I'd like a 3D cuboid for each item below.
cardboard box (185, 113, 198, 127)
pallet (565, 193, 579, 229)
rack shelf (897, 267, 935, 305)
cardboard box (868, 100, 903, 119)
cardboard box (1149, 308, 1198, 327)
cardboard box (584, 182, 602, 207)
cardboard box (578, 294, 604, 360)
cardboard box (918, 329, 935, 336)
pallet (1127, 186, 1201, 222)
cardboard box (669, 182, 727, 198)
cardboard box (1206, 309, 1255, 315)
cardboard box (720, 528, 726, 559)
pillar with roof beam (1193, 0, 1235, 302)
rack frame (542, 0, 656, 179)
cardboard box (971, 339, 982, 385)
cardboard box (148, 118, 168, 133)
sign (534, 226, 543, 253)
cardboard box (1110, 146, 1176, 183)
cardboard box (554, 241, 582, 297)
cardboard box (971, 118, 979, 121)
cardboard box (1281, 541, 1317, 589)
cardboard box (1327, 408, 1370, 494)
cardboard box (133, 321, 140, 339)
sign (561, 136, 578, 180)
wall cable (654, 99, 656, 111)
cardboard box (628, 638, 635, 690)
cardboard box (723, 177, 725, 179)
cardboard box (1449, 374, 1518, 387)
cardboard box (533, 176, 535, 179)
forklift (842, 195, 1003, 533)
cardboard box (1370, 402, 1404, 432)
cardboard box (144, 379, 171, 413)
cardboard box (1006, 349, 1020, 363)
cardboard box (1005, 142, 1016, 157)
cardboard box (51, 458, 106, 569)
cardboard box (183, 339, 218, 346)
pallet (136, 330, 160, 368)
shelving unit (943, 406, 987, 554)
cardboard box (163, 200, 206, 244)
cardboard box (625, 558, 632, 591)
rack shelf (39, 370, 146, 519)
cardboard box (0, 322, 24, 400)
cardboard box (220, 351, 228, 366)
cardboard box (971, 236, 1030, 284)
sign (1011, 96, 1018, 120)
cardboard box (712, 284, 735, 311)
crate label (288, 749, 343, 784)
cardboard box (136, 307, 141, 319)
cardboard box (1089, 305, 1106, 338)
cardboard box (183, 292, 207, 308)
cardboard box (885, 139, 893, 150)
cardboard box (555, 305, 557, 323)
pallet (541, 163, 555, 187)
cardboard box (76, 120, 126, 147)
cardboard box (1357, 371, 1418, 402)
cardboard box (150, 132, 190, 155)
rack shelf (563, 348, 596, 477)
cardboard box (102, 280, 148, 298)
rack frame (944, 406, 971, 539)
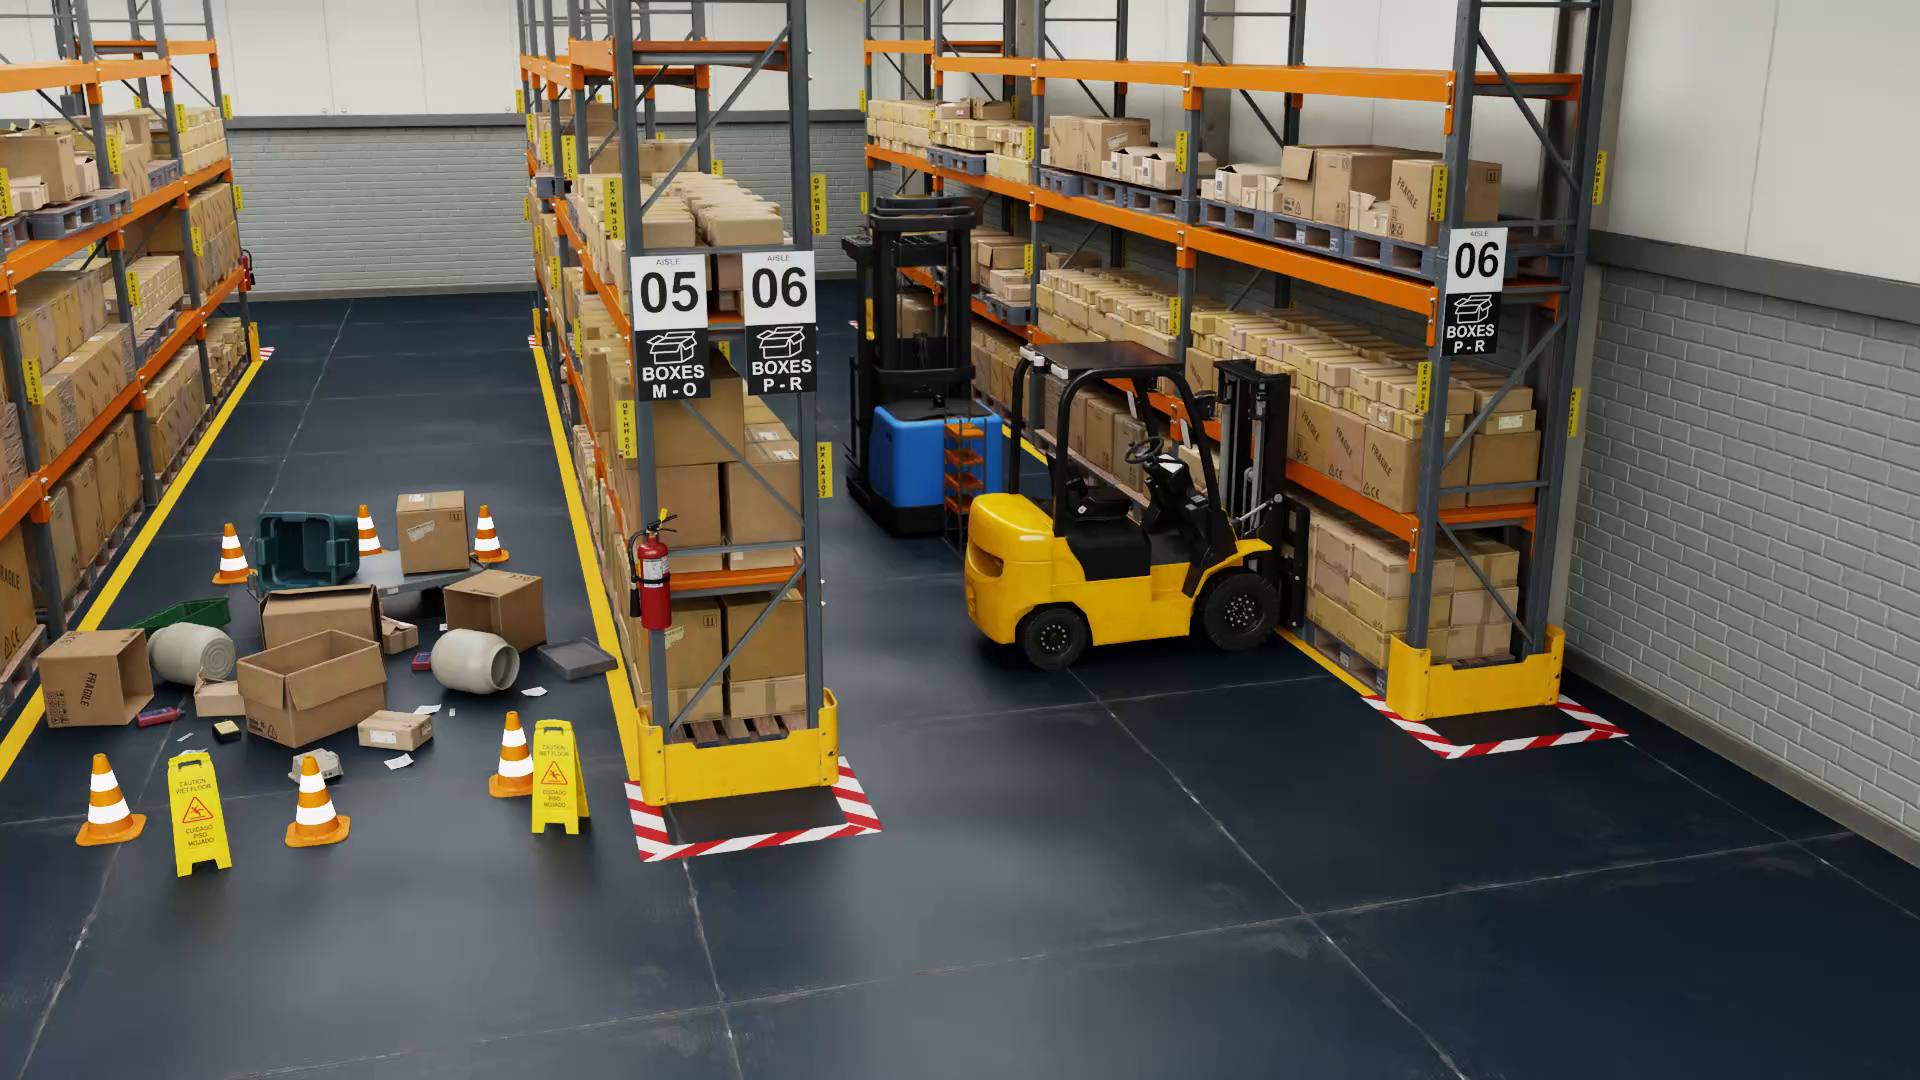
[{"bbox_3d":[-9.500,-5.106,20.222,0.380,0.149,0.250,-4,17,-12],"label":"cardboard box"},{"bbox_3d":[-2.763,-2.863,14.382,1.213,0.211,1.003,-5,17,-15],"label":"pallet"},{"bbox_3d":[-0.384,-3.866,23.857,1.077,0.370,4.000,-5,17,-15],"label":"rack shelf"},{"bbox_3d":[-1.053,-6.367,24.596,0.500,0.250,0.500,-5,17,-16],"label":"cardboard box"},{"bbox_3d":[1.952,-2.021,15.166,0.380,0.149,0.250,-5,17,-15],"label":"cardboard box"},{"bbox_3d":[-2.425,-2.418,11.623,0.380,0.149,0.250,-5,17,-16],"label":"cardboard box"},{"bbox_3d":[-2.495,-1.581,12.572,0.700,0.500,0.500,-5,17,-16],"label":"cardboard box"},{"bbox_3d":[-0.368,-2.778,23.009,0.396,0.266,0.258,-4,17,-13],"label":"cardboard box"},{"bbox_3d":[2.109,-3.032,14.950,0.805,0.209,1.217,-5,18,-17],"label":"pallet"},{"bbox_3d":[-1.809,-2.391,11.536,0.380,0.149,0.250,-5,17,-16],"label":"cardboard box"},{"bbox_3d":[2.450,-1.995,15.078,0.380,0.149,0.250,-5,18,-17],"label":"cardboard box"},{"bbox_3d":[-1.286,-0.003,10.184,0.380,0.149,0.250,-4,17,-14],"label":"cardboard box"},{"bbox_3d":[-1.650,-4.794,15.269,9.100,9.000,0.400,-5,17,-15],"label":"pillar with roof beam"},{"bbox_3d":[-3.507,-5.030,16.056,1.000,3.000,0.127,-5,17,-15],"label":"rack frame"},{"bbox_3d":[0.371,-2.224,20.758,0.500,0.500,0.500,-5,17,-17],"label":"cardboard box"},{"bbox_3d":[-9.185,-4.739,18.999,0.380,0.149,0.250,-5,17,-16],"label":"cardboard box"},{"bbox_3d":[-5.139,-3.672,20.319,0.100,0.325,0.005,-5,17,-15],"label":"sign"},{"bbox_3d":[1.720,-3.480,15.361,0.500,0.311,0.500,-5,18,-17],"label":"cardboard box"},{"bbox_3d":[-3.900,-2.806,17.168,0.500,0.500,0.500,-5,17,-17],"label":"cardboard box"},{"bbox_3d":[0.360,-5.291,21.154,0.380,0.149,0.250,-5,17,-16],"label":"cardboard box"},{"bbox_3d":[2.739,0.148,12.425,0.500,0.250,0.500,-5,17,-17],"label":"cardboard box"},{"bbox_3d":[2.942,-0.645,11.712,0.500,0.500,0.500,-4,17,-14],"label":"cardboard box"},{"bbox_3d":[-8.241,-2.032,16.211,0.380,0.149,0.250,-4,17,-13],"label":"cardboard box"},{"bbox_3d":[-2.940,-2.878,12.523,0.100,0.325,0.005,-5,17,-15],"label":"sign"},{"bbox_3d":[-4.127,-9.081,29.475,2.988,3.039,0.133,-5,17,-15],"label":"wall cable"},{"bbox_3d":[-1.924,0.825,11.040,0.500,0.250,0.500,-5,17,-15],"label":"cardboard box"},{"bbox_3d":[-2.183,-2.810,13.408,0.500,0.250,0.500,-5,17,-17],"label":"cardboard box"},{"bbox_3d":[3.563,-1.027,11.338,0.380,0.149,0.250,-4,17,-13],"label":"cardboard box"},{"bbox_3d":[-5.874,-5.087,23.634,0.380,0.149,0.250,-4,17,-14],"label":"cardboard box"},{"bbox_3d":[-0.498,-1.848,16.010,1.130,2.935,3.031,-5,17,-15],"label":"forklift"},{"bbox_3d":[3.000,-0.838,11.227,0.380,0.149,0.250,-4,17,-14],"label":"cardboard box"},{"bbox_3d":[-8.335,-1.451,16.880,0.500,0.250,0.500,-5,17,-16],"label":"cardboard box"},{"bbox_3d":[0.751,-2.131,19.320,0.380,0.149,0.250,-5,18,-17],"label":"cardboard box"},{"bbox_3d":[0.725,-4.398,18.734,0.380,0.149,0.250,-5,17,-15],"label":"cardboard box"},{"bbox_3d":[-7.658,-0.187,13.540,1.050,0.750,0.750,-5,17,-15],"label":"cardboard box"},{"bbox_3d":[-9.608,-2.439,21.050,0.380,0.149,0.250,-5,18,-18],"label":"cardboard box"},{"bbox_3d":[-8.537,-1.834,16.179,1.213,0.211,1.003,-5,17,-15],"label":"pallet"},{"bbox_3d":[0.044,-0.531,14.635,0.258,1.200,0.503,-5,17,-15],"label":"shelving unit"},{"bbox_3d":[-9.385,-3.800,19.958,0.500,0.500,0.500,-5,18,-17],"label":"cardboard box"},{"bbox_3d":[-1.945,0.205,10.675,0.380,0.149,0.250,-4,17,-14],"label":"cardboard box"},{"bbox_3d":[-7.689,-0.840,13.785,1.077,0.370,4.000,-5,17,-15],"label":"rack shelf"},{"bbox_3d":[-7.281,-1.295,12.137,0.700,0.500,0.500,-5,17,-16],"label":"cardboard box"},{"bbox_3d":[-9.520,-2.303,21.113,0.380,0.149,0.250,-5,17,-16],"label":"cardboard box"},{"bbox_3d":[0.441,-3.394,20.133,0.700,0.500,0.500,-5,17,-16],"label":"cardboard box"},{"bbox_3d":[0.698,-5.575,21.499,0.100,0.325,0.005,-5,17,-15],"label":"sign"},{"bbox_3d":[-1.245,-1.443,9.766,0.380,0.149,0.250,-5,18,-17],"label":"cardboard box"},{"bbox_3d":[-3.916,1.379,10.123,0.298,0.136,0.250,16,23,42],"label":"crate label"},{"bbox_3d":[-8.331,-2.259,16.448,0.380,0.149,0.250,-5,18,-17],"label":"cardboard box"},{"bbox_3d":[1.579,-2.152,16.293,0.500,0.250,0.500,-4,17,-14],"label":"cardboard box"},{"bbox_3d":[-9.101,-2.828,19.589,0.380,0.149,0.250,-4,17,-13],"label":"cardboard box"},{"bbox_3d":[-0.870,-5.681,23.874,0.380,0.149,0.250,-5,17,-15],"label":"cardboard box"},{"bbox_3d":[-4.174,-2.485,18.272,0.500,0.250,0.500,-5,17,-16],"label":"cardboard box"},{"bbox_3d":[-4.045,-3.986,18.122,1.003,0.211,1.213,-4,17,-13],"label":"pallet"},{"bbox_3d":[-8.334,-3.932,16.111,0.396,0.266,0.258,-5,17,-15],"label":"cardboard box"},{"bbox_3d":[2.967,-1.057,11.438,0.380,0.149,0.250,-4,17,-14],"label":"cardboard box"},{"bbox_3d":[-9.239,-4.600,19.231,0.500,0.250,0.500,-4,17,-13],"label":"cardboard box"},{"bbox_3d":[-2.957,-1.259,15.180,1.077,0.370,4.000,-5,17,-15],"label":"rack shelf"},{"bbox_3d":[-8.467,-2.537,16.856,0.380,0.149,0.250,-4,17,-13],"label":"cardboard box"},{"bbox_3d":[-0.024,-0.599,14.859,0.240,1.200,0.015,-5,17,-15],"label":"rack frame"}]
